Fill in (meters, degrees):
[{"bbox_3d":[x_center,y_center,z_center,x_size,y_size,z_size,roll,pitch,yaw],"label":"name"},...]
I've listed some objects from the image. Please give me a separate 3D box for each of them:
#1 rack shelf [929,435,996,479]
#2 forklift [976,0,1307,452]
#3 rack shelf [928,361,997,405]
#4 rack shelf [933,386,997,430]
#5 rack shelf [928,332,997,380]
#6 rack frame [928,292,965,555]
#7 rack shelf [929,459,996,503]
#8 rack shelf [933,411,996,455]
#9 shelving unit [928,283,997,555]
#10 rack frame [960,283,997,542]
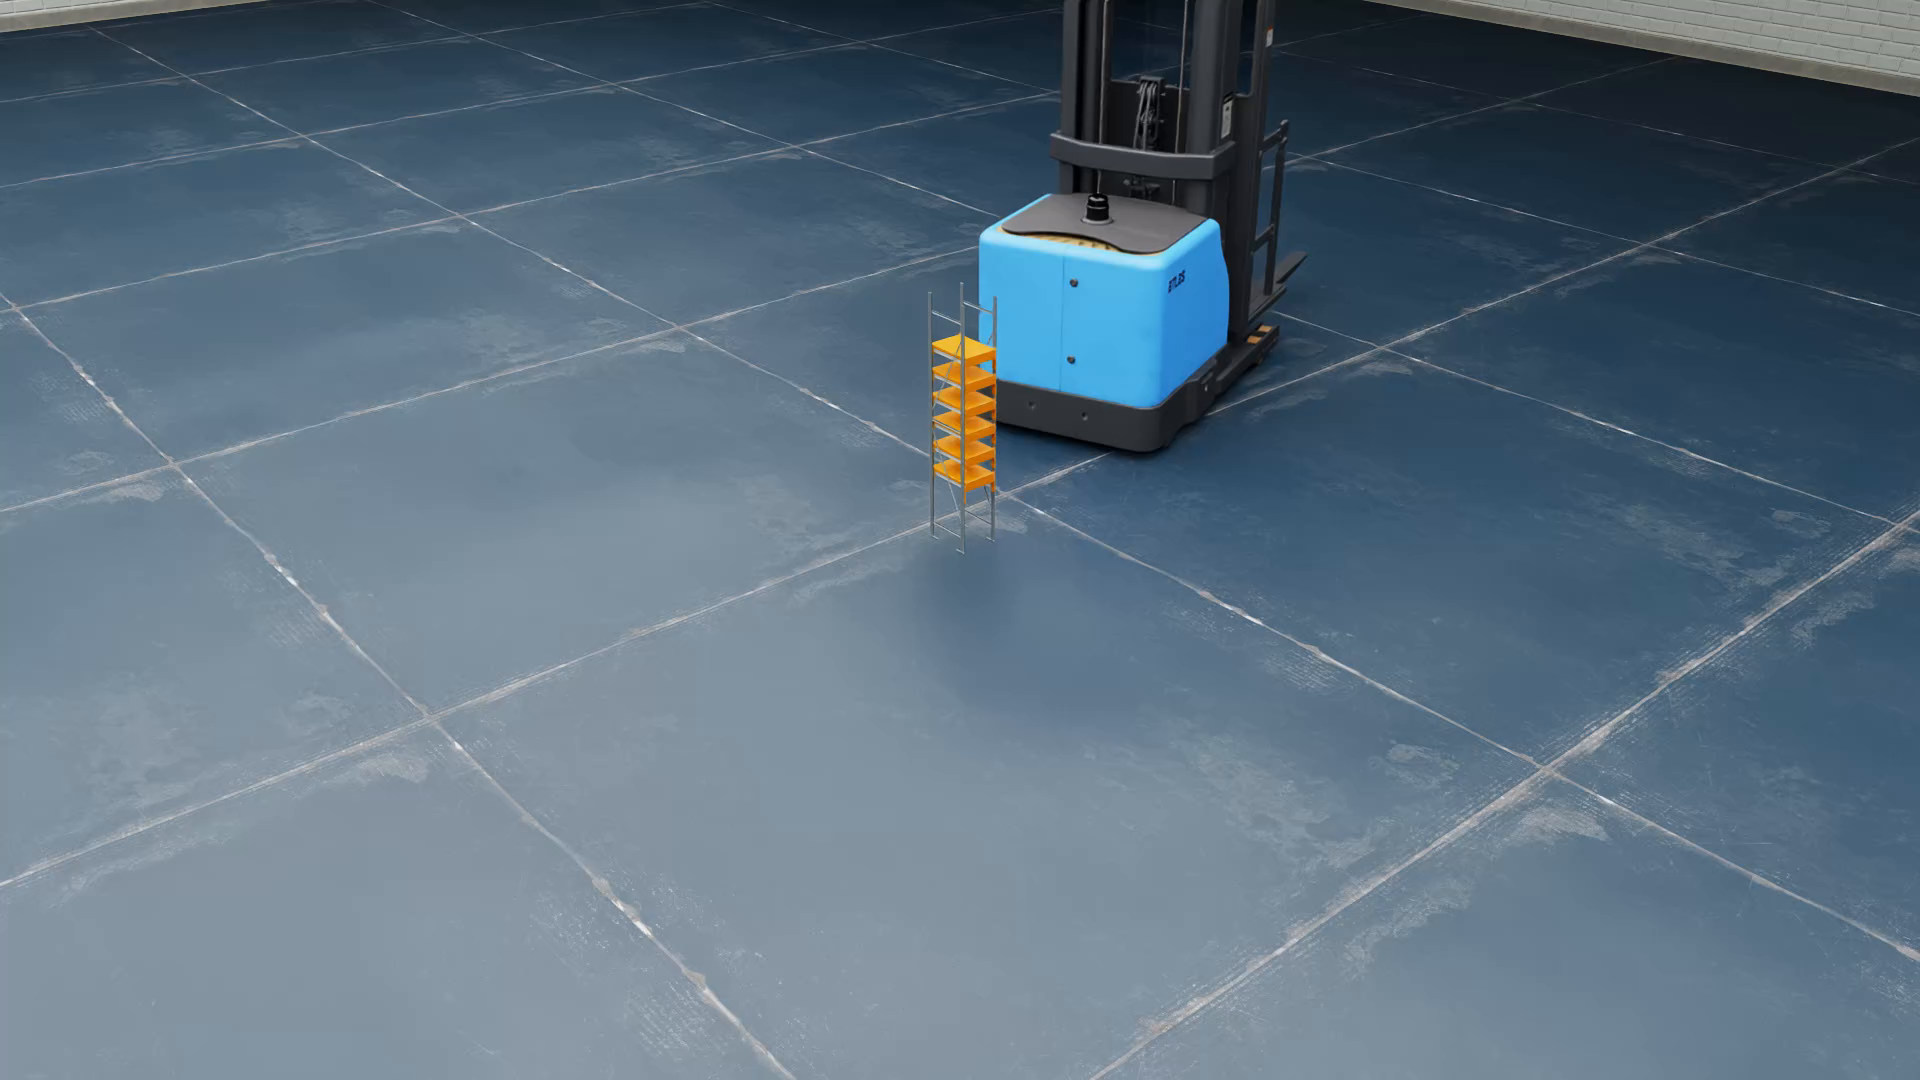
[{"bbox_3d":[0.011,-0.389,7.553,0.180,0.103,0.258,-22,35,-35],"label":"rack shelf"},{"bbox_3d":[1.228,-2.402,9.136,1.130,2.935,3.031,14,31,25],"label":"forklift"},{"bbox_3d":[0.011,-0.706,7.383,0.180,0.103,0.258,-22,35,-35],"label":"rack shelf"},{"bbox_3d":[0.011,-0.600,7.440,0.180,0.103,0.258,-22,35,-35],"label":"rack shelf"},{"bbox_3d":[0.011,-0.812,7.327,0.180,0.103,0.258,-22,35,-35],"label":"rack shelf"},{"bbox_3d":[-0.059,-0.506,7.423,0.006,1.200,0.240,-22,35,-35],"label":"rack frame"},{"bbox_3d":[0.011,-0.283,7.610,0.180,0.103,0.258,-22,35,-35],"label":"rack shelf"},{"bbox_3d":[0.011,-0.494,7.496,0.180,0.103,0.258,-22,35,-35],"label":"rack shelf"},{"bbox_3d":[0.011,-0.534,7.475,0.189,1.200,0.258,-22,35,-35],"label":"shelving unit"},{"bbox_3d":[0.081,-0.562,7.528,0.006,1.200,0.240,-22,35,-35],"label":"rack frame"}]
